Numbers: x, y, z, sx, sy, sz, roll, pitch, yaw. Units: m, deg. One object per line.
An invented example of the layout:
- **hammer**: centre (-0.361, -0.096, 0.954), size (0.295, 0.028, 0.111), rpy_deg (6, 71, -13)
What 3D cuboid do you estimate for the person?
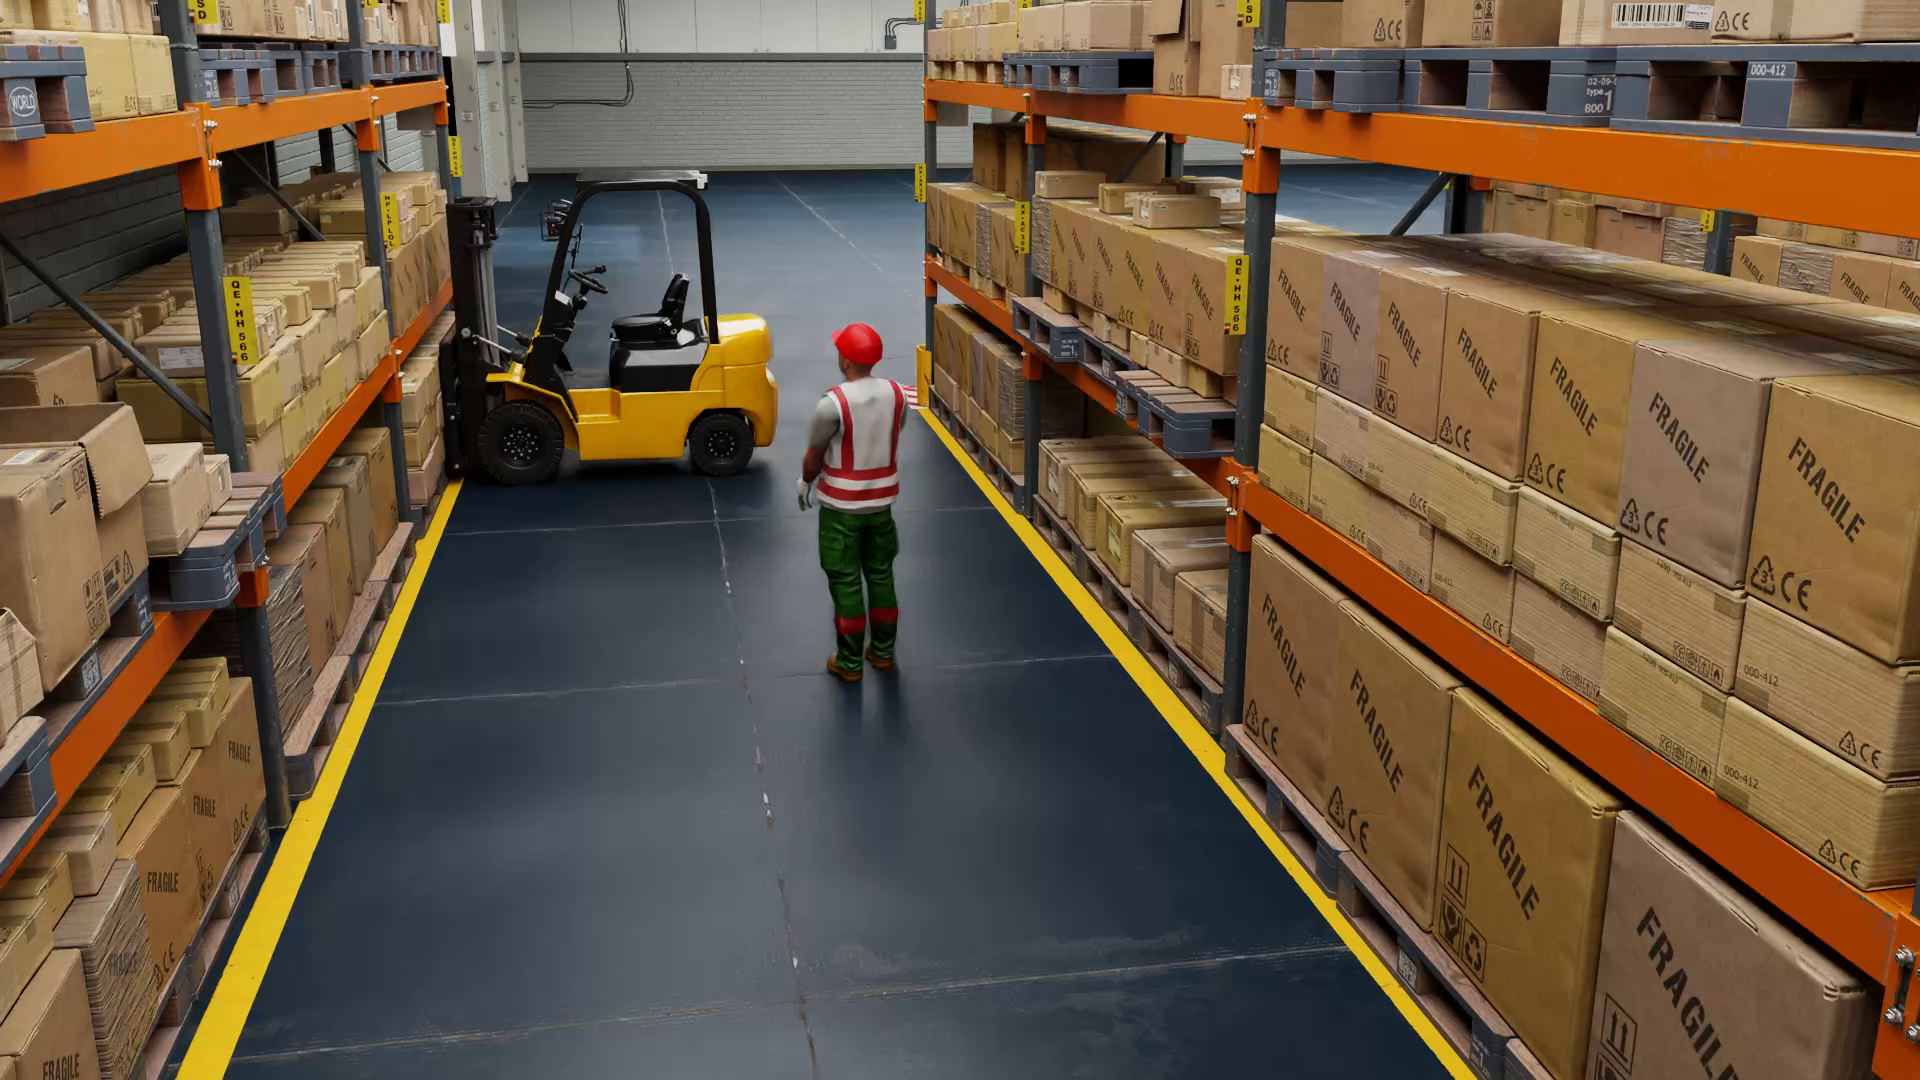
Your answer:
- **person**: centre (-0.530, -0.194, 8.150), size (0.556, 1.794, 0.528), rpy_deg (-11, 20, -34)
